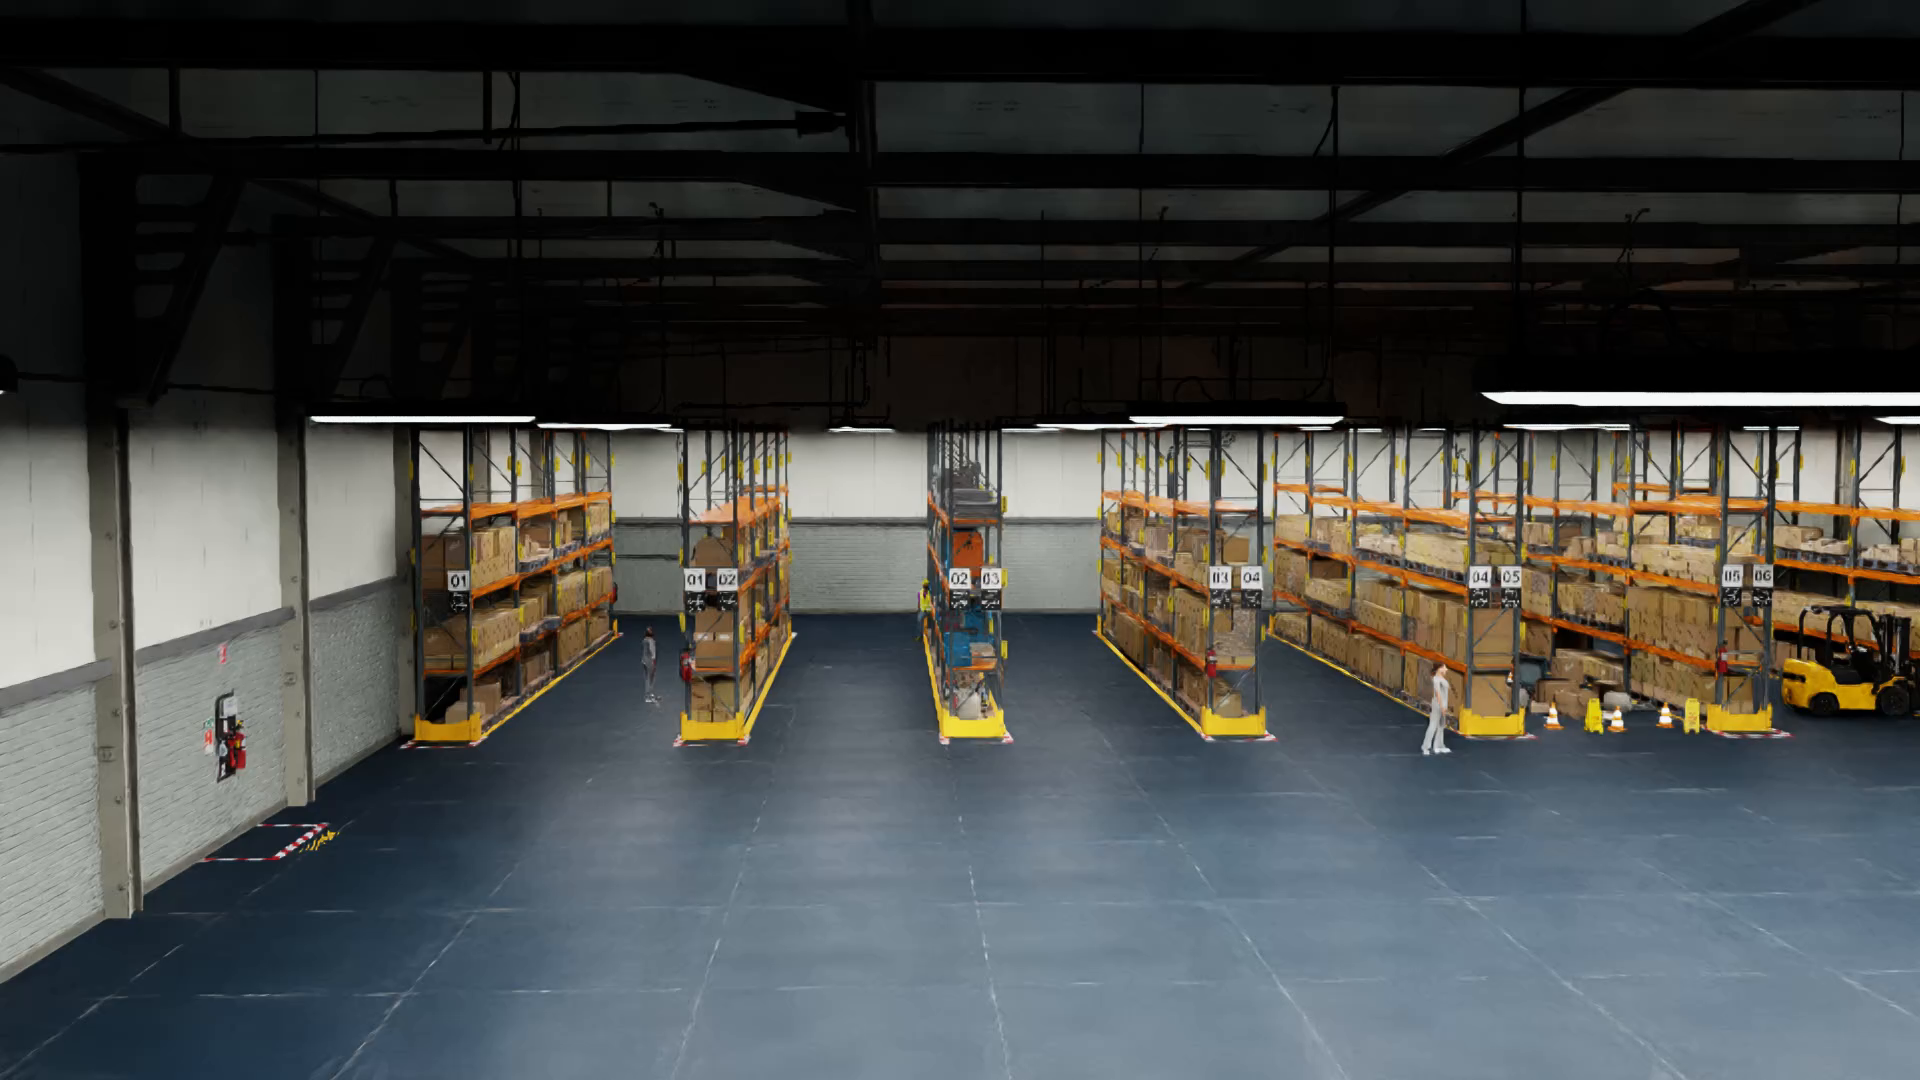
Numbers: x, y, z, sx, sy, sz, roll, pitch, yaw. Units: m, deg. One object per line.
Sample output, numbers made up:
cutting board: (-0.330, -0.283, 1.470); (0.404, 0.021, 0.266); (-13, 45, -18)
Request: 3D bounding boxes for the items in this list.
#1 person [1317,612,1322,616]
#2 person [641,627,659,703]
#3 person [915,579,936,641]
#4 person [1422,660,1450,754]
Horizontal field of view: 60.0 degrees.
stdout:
person: (11.051, 1.638, 50.543); (0.701, 1.718, 0.555); (-2, 4, -31)
person: (-6.580, 2.644, 35.408); (0.399, 1.602, 0.469); (-2, 4, -34)
person: (-0.897, 1.922, 46.157); (0.616, 1.713, 0.977); (1, 4, 18)
person: (8.509, 2.984, 29.722); (0.434, 1.671, 0.647); (2, 4, 28)
